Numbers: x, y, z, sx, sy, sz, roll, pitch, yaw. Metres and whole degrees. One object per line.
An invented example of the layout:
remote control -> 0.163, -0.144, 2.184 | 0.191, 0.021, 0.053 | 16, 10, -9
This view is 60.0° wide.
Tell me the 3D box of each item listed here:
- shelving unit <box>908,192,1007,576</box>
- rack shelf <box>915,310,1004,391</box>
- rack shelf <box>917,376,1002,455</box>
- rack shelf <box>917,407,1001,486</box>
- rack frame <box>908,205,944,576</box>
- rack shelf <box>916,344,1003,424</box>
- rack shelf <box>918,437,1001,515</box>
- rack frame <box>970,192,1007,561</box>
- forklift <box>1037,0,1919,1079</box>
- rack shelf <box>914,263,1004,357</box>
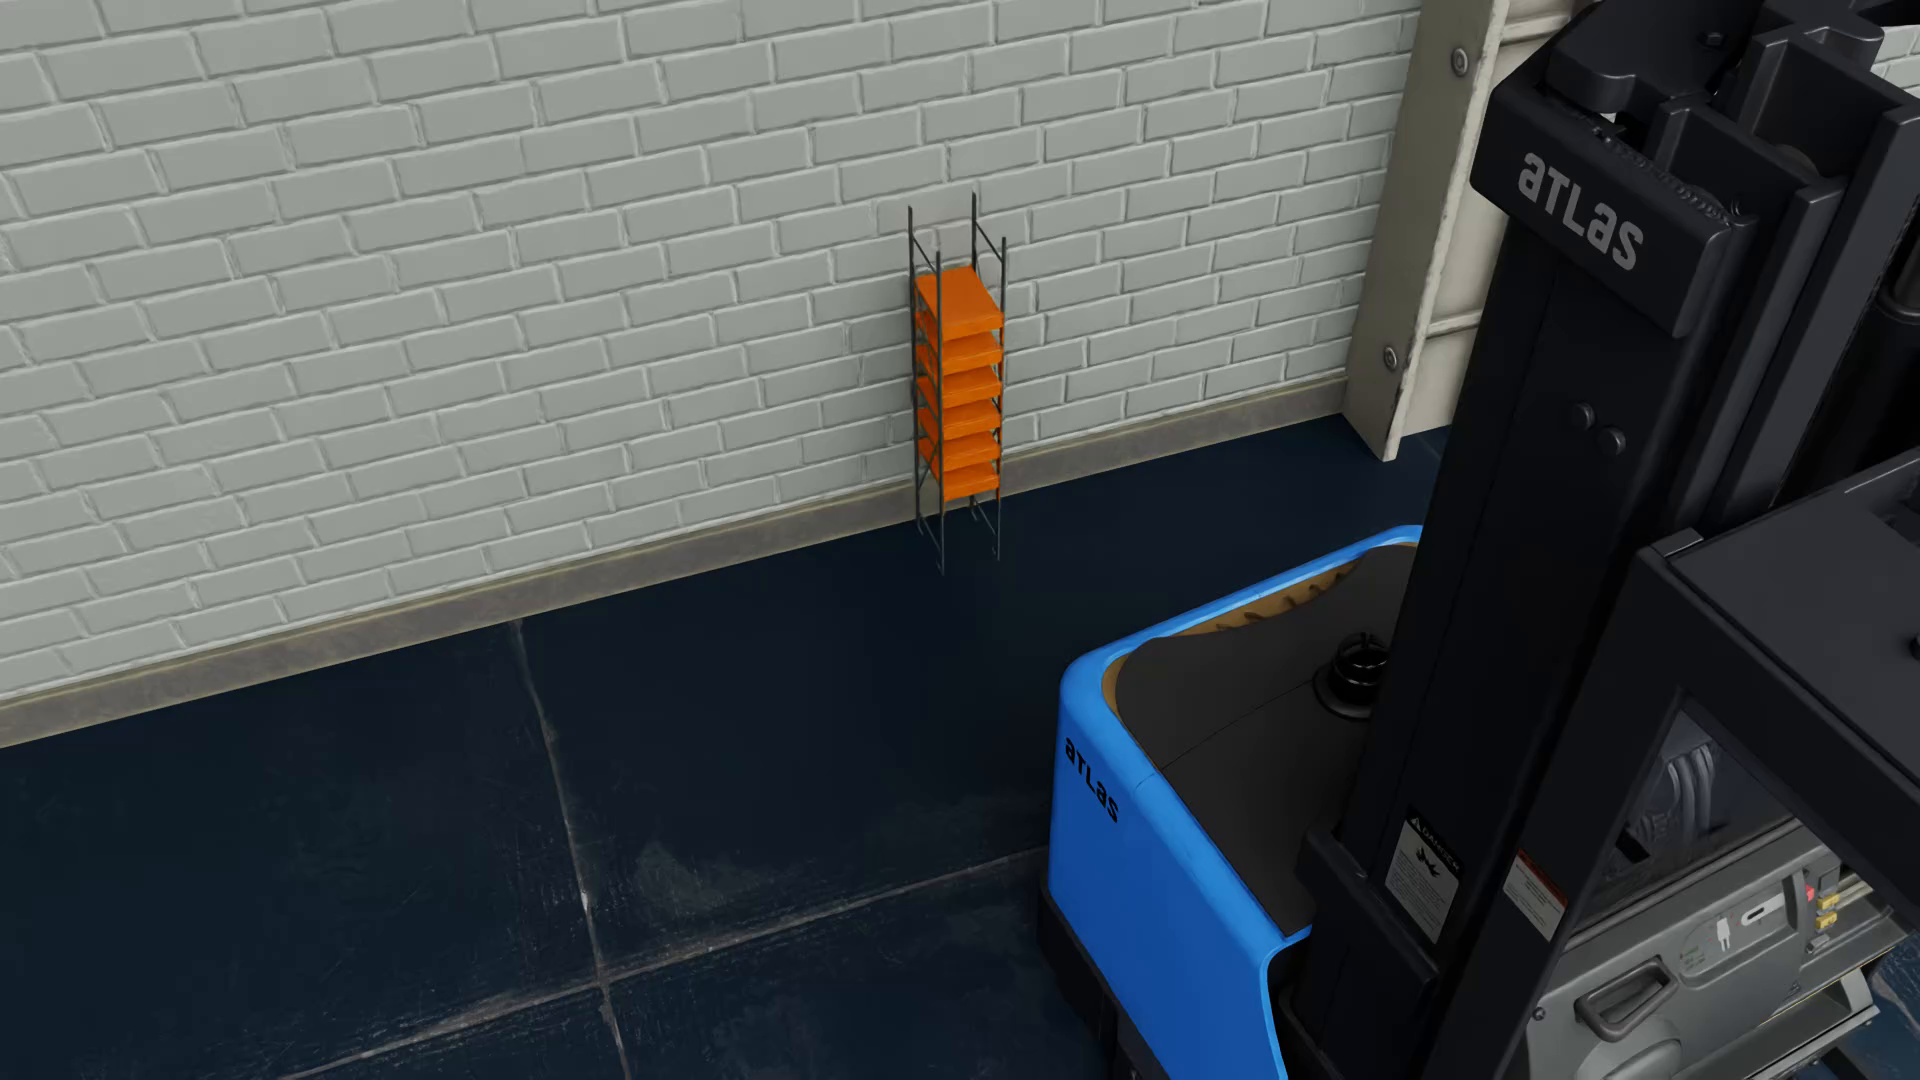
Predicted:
shelving unit -> -0.008, -0.415, 4.816 | 0.189, 1.200, 0.258 | -15, 47, -14
rack shelf -> -0.008, -0.553, 4.678 | 0.180, 0.103, 0.258 | -15, 47, -14
rack shelf -> -0.008, -0.383, 4.848 | 0.180, 0.103, 0.258 | -15, 47, -14
rack shelf -> -0.008, -0.299, 4.933 | 0.180, 0.103, 0.258 | -15, 47, -14
rack frame -> -0.094, -0.392, 4.793 | 0.006, 1.200, 0.240 | -15, 47, -14
rack shelf -> -0.008, -0.468, 4.763 | 0.180, 0.103, 0.258 | -15, 47, -14
rack shelf -> -0.008, -0.214, 5.018 | 0.180, 0.103, 0.258 | -15, 47, -14
rack frame -> 0.077, -0.438, 4.839 | 0.006, 1.200, 0.240 | -15, 47, -14
forklift -> 1.323, 0.749, 2.434 | 1.130, 2.935, 3.031 | -20, 49, -19
rack shelf -> -0.008, -0.637, 4.593 | 0.180, 0.103, 0.258 | -15, 47, -14
